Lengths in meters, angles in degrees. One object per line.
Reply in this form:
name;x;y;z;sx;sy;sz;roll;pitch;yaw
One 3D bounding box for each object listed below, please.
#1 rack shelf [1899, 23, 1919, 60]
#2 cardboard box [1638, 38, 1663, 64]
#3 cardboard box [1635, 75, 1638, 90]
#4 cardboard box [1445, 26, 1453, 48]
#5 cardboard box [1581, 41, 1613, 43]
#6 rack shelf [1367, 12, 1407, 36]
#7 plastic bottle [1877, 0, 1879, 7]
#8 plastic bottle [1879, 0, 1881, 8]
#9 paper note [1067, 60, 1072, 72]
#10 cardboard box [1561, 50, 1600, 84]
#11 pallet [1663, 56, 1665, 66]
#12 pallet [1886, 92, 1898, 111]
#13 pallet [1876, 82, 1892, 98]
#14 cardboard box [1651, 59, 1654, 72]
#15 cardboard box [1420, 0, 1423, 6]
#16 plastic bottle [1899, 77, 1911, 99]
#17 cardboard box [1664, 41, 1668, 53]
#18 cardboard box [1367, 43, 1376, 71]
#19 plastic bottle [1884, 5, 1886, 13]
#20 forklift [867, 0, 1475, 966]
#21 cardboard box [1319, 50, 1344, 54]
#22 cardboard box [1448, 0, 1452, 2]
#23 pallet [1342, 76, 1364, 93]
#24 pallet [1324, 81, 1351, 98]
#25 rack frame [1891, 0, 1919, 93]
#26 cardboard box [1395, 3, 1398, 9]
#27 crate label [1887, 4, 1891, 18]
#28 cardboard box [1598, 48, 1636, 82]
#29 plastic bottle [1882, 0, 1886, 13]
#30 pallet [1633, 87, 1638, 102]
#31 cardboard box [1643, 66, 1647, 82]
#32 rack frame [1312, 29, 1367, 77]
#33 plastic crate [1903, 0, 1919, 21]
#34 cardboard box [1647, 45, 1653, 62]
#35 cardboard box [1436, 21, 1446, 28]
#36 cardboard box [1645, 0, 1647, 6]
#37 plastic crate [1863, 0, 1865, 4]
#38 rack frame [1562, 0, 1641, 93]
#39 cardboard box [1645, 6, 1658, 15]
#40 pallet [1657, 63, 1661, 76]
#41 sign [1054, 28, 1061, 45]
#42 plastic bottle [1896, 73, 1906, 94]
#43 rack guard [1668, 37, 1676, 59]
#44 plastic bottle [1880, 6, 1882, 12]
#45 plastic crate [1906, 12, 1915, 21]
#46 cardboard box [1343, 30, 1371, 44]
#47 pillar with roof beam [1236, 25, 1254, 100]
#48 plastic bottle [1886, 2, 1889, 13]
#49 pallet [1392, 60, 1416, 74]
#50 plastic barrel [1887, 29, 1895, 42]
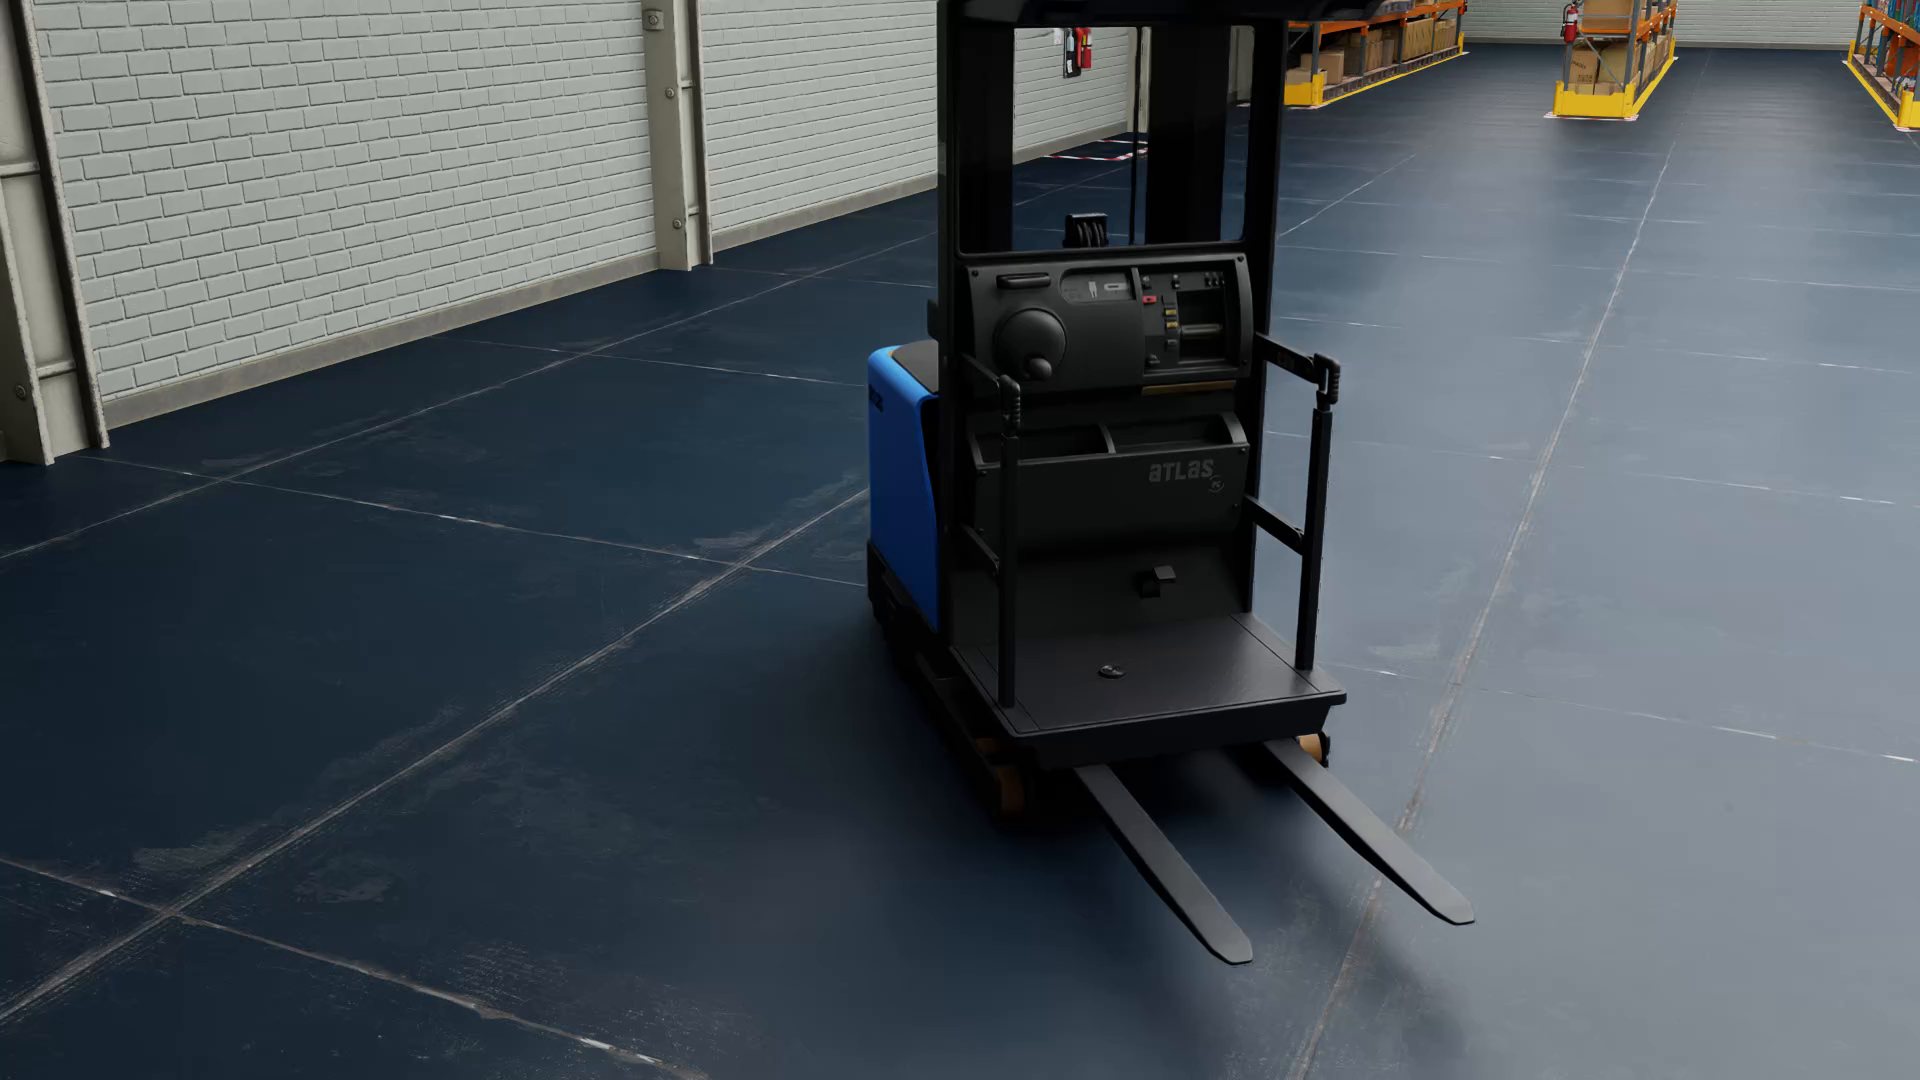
rack shelf;15.430;-7.794;25.983;1.077;0.370;4.000;9;21;23
cardboard box;14.444;-10.252;34.892;0.500;0.500;0.500;8;21;21
cardboard box;11.335;-7.850;28.542;0.500;0.250;0.500;9;21;23
cardboard box;11.724;-12.412;40.997;0.700;0.500;0.500;8;21;23
cardboard box;11.256;-8.582;29.483;0.500;0.500;0.500;9;21;23
rack shelf;8.029;-10.377;33.244;1.077;0.370;4.000;9;21;23
plastic bottle;18.985;-11.082;34.327;0.061;0.283;0.133;9;21;23
plastic bottle;18.765;-10.897;33.825;0.097;0.271;0.097;0;20;0
paper note;1.431;-6.170;21.656;0.016;0.148;0.142;9;21;23
cardboard box;10.041;-7.663;26.898;0.500;0.500;0.500;9;21;23
pallet;15.289;-10.767;37.430;1.003;0.211;1.213;9;21;23
pallet;15.935;-7.231;27.488;1.003;0.211;1.213;9;21;23
pallet;17.033;-8.051;29.791;1.003;0.211;1.213;9;21;23
cardboard box;13.376;-9.356;32.778;0.500;0.250;0.500;9;22;24
cardboard box;10.046;-11.916;36.844;0.380;0.149;0.250;8;21;21
plastic bottle;15.212;-7.270;26.730;0.144;0.351;0.185;10;22;25
cardboard box;16.231;-11.519;38.830;0.500;0.250;0.500;9;21;23
cardboard box;7.908;-9.676;33.275;0.700;0.500;0.500;9;21;23
plastic bottle;18.100;-10.368;32.442;0.097;0.201;0.097;0;20;0
forklift;0.538;-0.679;5.003;1.130;2.935;3.031;-6;20;-15
cardboard box;6.822;-8.811;30.841;0.500;0.500;0.500;7;21;19
cardboard box;11.316;-13.301;39.945;0.980;0.700;0.700;7;21;20
pallet;6.967;-8.580;31.280;1.003;0.211;1.213;9;21;23
pallet;6.469;-8.206;30.228;1.003;0.211;1.213;9;21;23
rack frame;16.249;-8.745;27.581;1.000;3.000;0.127;9;21;23
cardboard box;9.194;-11.287;35.074;0.380;0.149;0.250;8;21;22
crate label;17.372;-9.811;30.830;0.303;0.233;0.416;9;21;23
cardboard box;10.719;-7.745;27.128;0.500;0.500;0.500;9;21;23
plastic bottle;18.261;-10.541;32.808;0.061;0.283;0.133;9;21;23
pallet;11.367;-7.874;29.296;1.003;0.211;1.213;9;21;23
cardboard box;12.333;-8.573;30.576;0.500;0.250;0.500;9;22;24
rack frame;7.210;-10.104;31.404;1.000;3.000;0.127;9;21;23
plastic crate;16.168;-8.965;28.105;0.402;0.464;0.583;9;21;23
cardboard box;12.963;-9.307;31.803;0.500;0.311;0.500;8;21;22
cardboard box;11.406;-12.329;39.796;0.380;0.149;0.250;8;21;21
cardboard box;13.180;-10.501;32.653;0.500;0.311;0.500;10;22;26
plastic crate;20.554;-12.200;37.602;0.250;0.136;0.298;9;21;23
rack frame;10.093;-8.203;26.058;1.000;3.000;0.127;9;21;23
cardboard box;13.253;-10.217;32.097;0.380;0.149;0.250;9;21;23
pallet;14.210;-9.929;35.073;1.003;0.211;1.213;9;21;23
sign;1.245;-6.492;21.193;0.001;0.329;0.234;9;21;23
plastic bottle;15.539;-7.514;27.418;0.144;0.351;0.185;9;22;24
rack guard;16.614;-11.893;40.164;1.175;0.500;0.348;9;21;23
plastic bottle;18.536;-10.693;33.355;0.097;0.201;0.097;0;20;0
plastic crate;15.918;-8.573;27.191;0.767;0.338;0.504;9;21;23
cardboard box;7.883;-10.009;33.091;0.500;0.250;0.500;8;21;21
pillar with roof beam;8.997;-11.450;26.235;9.100;9.000;0.400;9;21;23
plastic bottle;17.901;-10.252;32.011;0.097;0.271;0.097;0;20;0
pallet;9.240;-10.244;35.958;1.003;0.211;1.213;9;21;23
plastic barrel;18.996;-10.019;33.670;0.600;0.901;0.708;9;21;23
